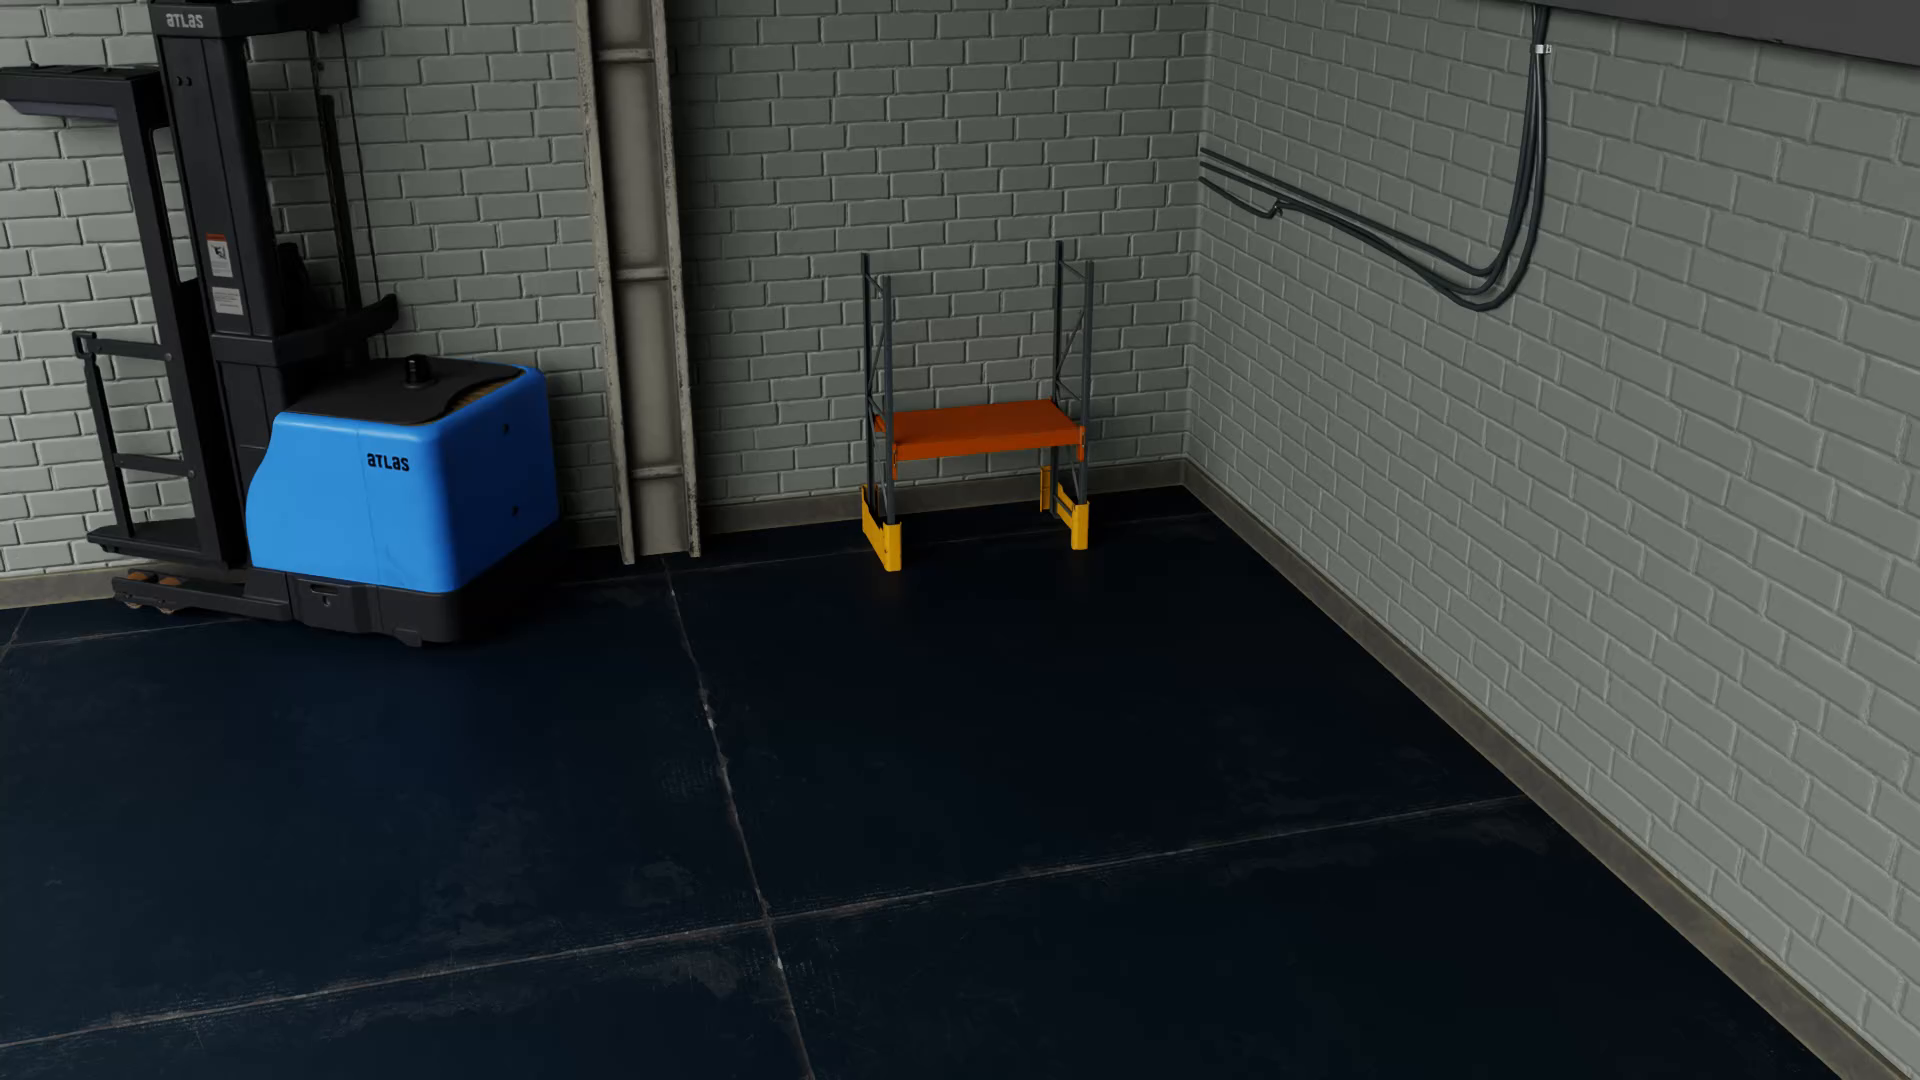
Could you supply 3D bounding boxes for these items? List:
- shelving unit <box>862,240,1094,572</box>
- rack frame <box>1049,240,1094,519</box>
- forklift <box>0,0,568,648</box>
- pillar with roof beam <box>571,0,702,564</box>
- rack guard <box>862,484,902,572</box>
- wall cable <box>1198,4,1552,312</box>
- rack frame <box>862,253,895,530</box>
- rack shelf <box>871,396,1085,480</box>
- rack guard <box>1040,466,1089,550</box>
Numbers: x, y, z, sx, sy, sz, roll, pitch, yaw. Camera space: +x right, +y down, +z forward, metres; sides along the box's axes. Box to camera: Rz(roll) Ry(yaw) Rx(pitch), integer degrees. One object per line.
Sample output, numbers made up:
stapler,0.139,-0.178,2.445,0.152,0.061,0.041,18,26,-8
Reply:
shelving unit,0.073,-0.697,8.473,1.083,1.500,0.587,-6,24,-14
rack frame,0.572,-0.752,8.602,0.032,1.500,0.500,-6,24,-14
forklift,-3.539,-1.187,7.799,3.031,2.935,1.130,7,24,16
pillar with roof beam,-0.397,-2.455,3.060,0.400,9.000,9.100,-6,24,-14
rack guard,-0.406,-0.070,8.596,0.087,0.250,0.587,-6,24,-14
wall cable,1.634,-2.475,7.043,0.112,2.526,3.097,-6,24,-14
rack frame,-0.407,-0.644,8.349,0.032,1.500,0.500,-6,24,-14
rack shelf,0.082,-0.533,8.546,1.000,0.185,0.538,-6,24,-14
rack guard,0.553,-0.176,8.843,0.087,0.250,0.587,-6,24,-14
